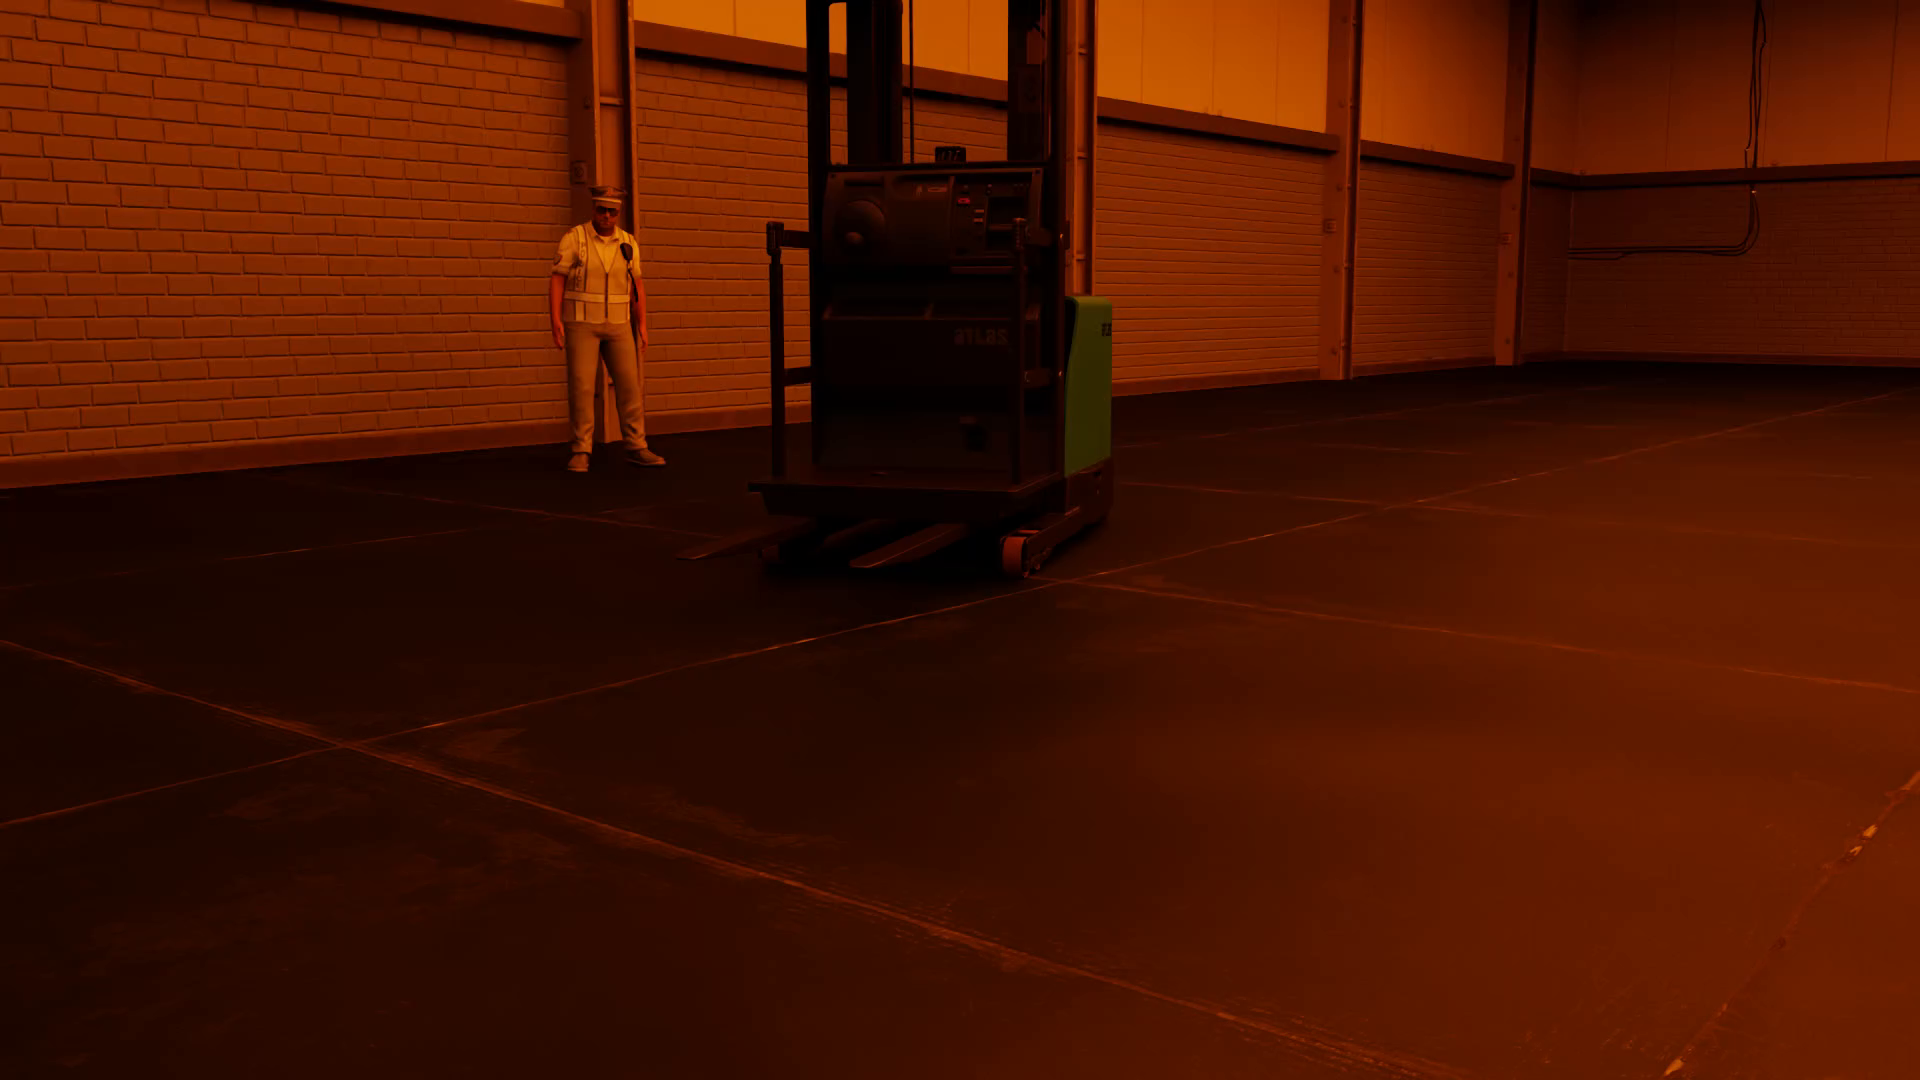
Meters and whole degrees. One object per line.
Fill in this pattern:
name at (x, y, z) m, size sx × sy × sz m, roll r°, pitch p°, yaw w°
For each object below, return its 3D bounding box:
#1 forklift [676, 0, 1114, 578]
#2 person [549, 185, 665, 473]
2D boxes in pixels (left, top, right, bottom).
forklift at (-0.176, -1.366, 6.616) m, size 1.130 × 2.935 × 3.031 m, roll 3°, pitch 9°, yaw 17°
person at (-2.235, -1.325, 10.428) m, size 0.669 × 1.756 × 0.481 m, roll -5°, pitch 10°, yaw -31°
